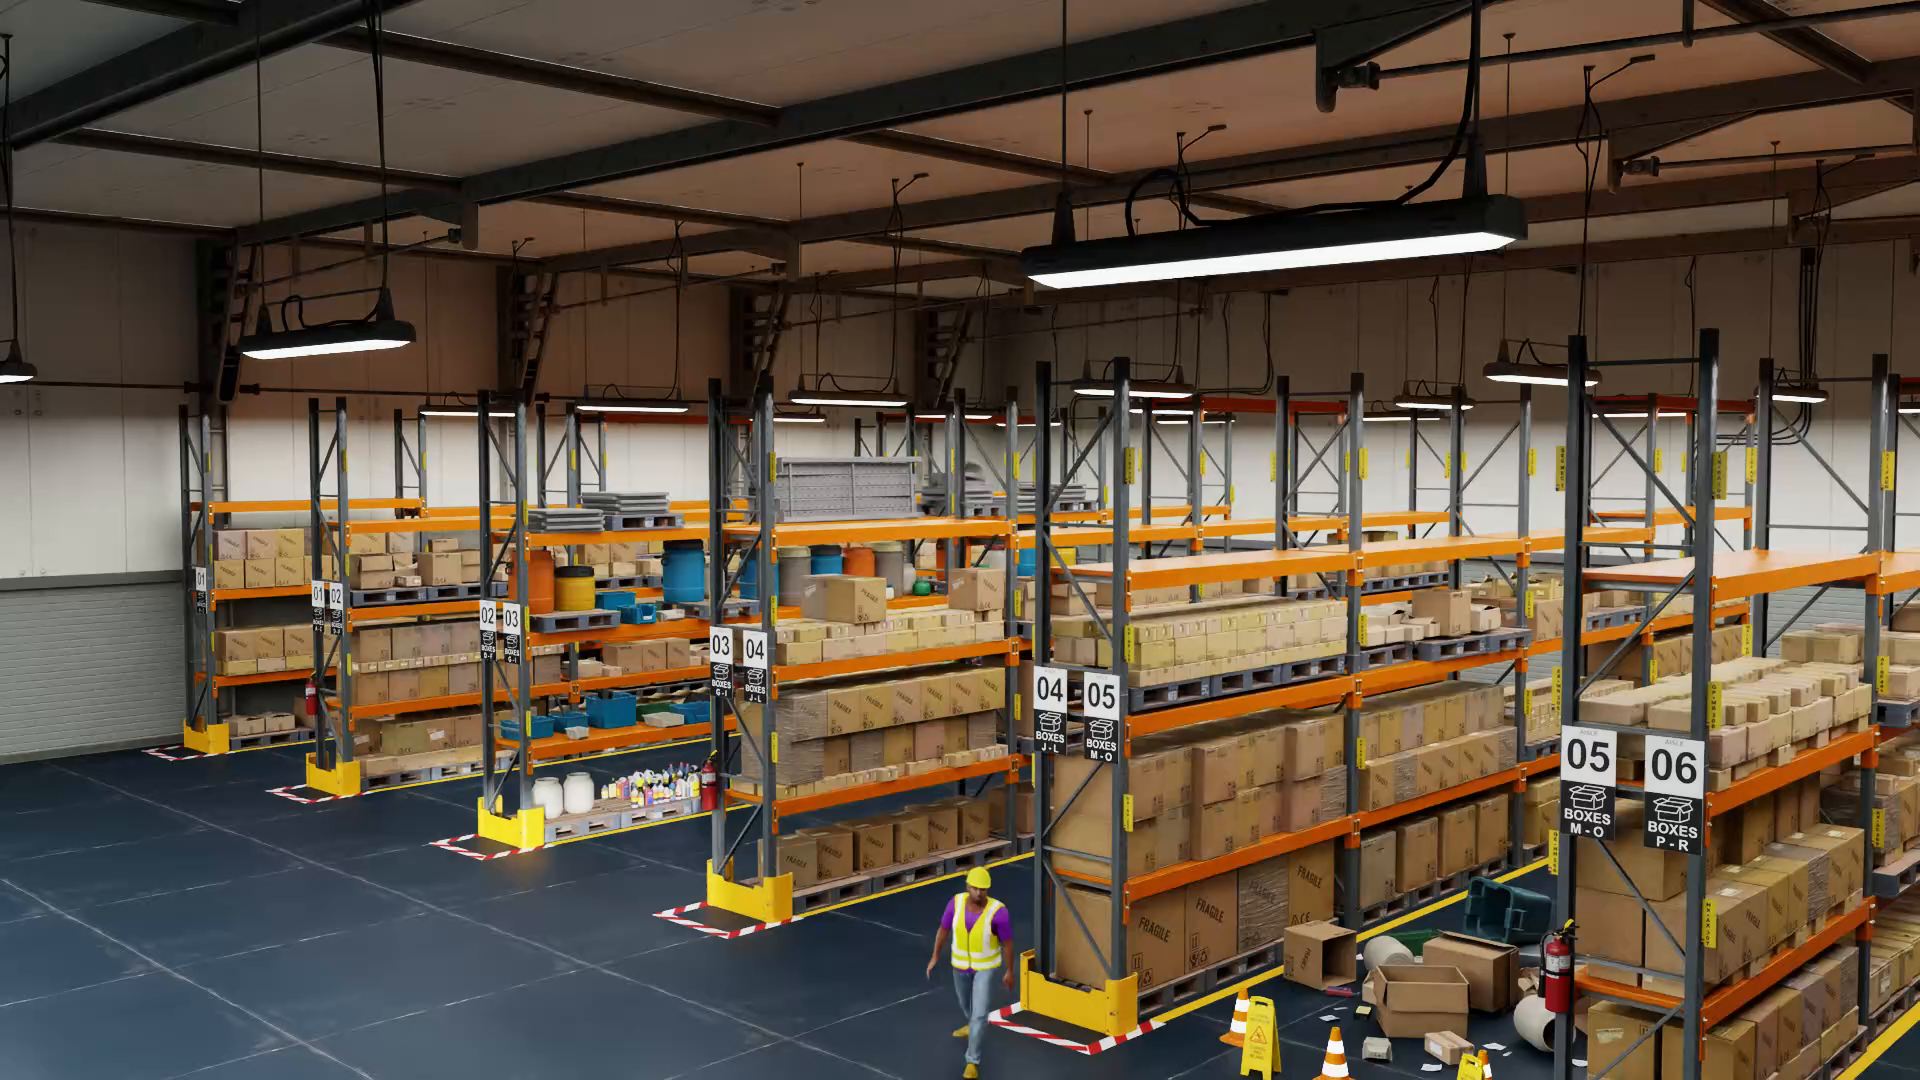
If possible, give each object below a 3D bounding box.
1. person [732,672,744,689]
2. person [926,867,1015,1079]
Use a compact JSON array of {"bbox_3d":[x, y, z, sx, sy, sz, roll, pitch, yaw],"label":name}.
[{"bbox_3d":[-4.592,2.557,34.182,0.699,1.668,0.977,2,3,27],"label":"person"},{"bbox_3d":[0.131,3.561,14.015,0.697,1.713,0.995,1,3,20],"label":"person"}]
